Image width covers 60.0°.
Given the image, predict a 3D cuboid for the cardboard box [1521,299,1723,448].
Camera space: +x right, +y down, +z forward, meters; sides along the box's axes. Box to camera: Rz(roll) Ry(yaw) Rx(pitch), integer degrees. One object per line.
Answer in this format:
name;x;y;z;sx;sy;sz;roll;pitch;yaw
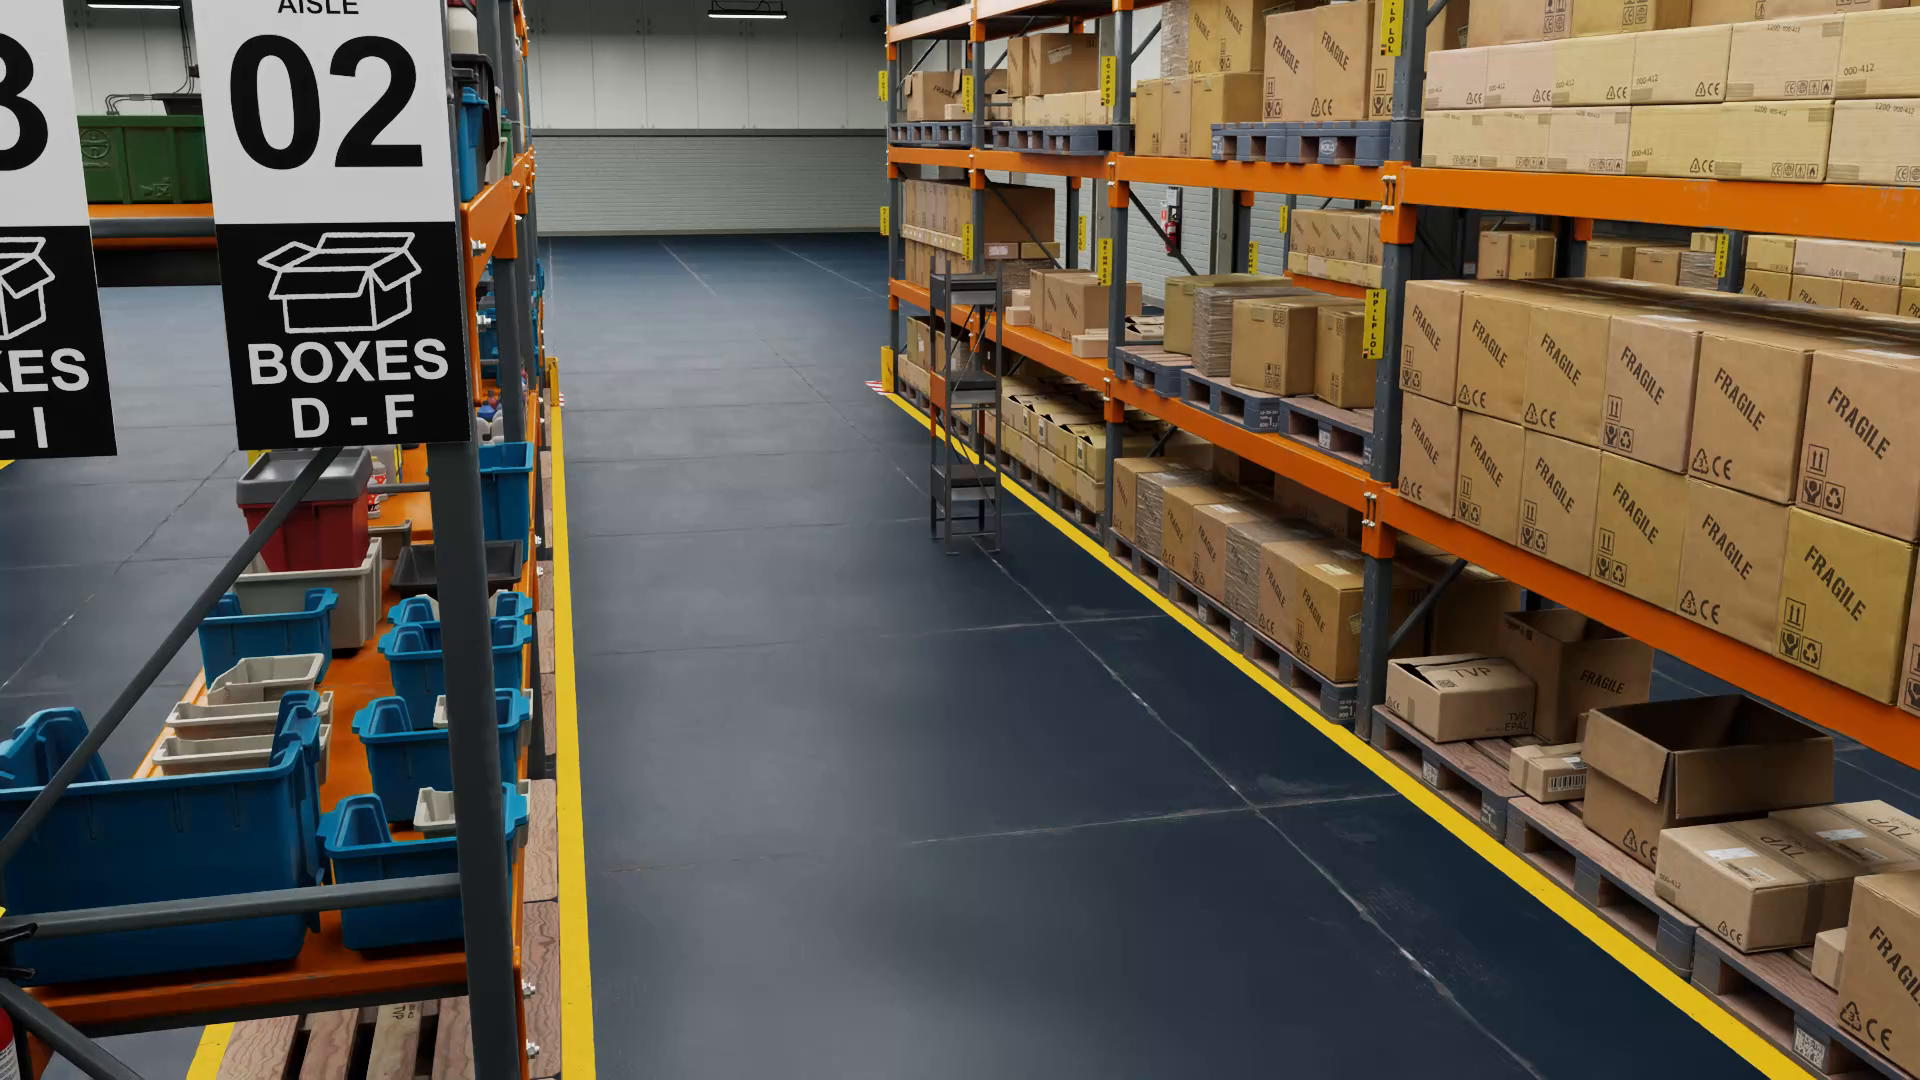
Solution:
cardboard box;2.569;-0.658;6.484;0.500;0.500;0.500;-4;14;-15

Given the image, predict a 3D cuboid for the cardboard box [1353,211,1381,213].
cardboard box;4.912;-3.619;19.614;0.500;0.500;0.500;-3;14;-12

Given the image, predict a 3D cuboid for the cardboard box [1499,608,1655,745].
cardboard box;2.900;0.630;7.868;0.500;0.500;0.500;-3;14;-13

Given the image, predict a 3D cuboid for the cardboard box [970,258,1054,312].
cardboard box;0.501;-2.482;16.056;0.700;0.500;0.500;-4;14;-15

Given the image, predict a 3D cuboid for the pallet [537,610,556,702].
pallet;-2.756;0.681;9.193;1.003;0.211;1.213;-3;14;-13

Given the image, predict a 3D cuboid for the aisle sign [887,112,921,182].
aisle sign;-0.641;-4.515;19.111;0.394;0.787;0.004;-3;14;-13

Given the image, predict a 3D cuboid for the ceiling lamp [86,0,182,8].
ceiling lamp;-19.466;-14.118;38.955;2.000;3.185;0.800;-3;14;-13

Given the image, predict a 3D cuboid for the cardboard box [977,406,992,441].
cardboard box;0.465;-1.093;15.490;0.500;0.250;0.500;-4;14;-15

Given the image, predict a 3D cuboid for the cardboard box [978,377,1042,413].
cardboard box;0.466;-1.363;15.414;0.500;0.311;0.500;-3;14;-13

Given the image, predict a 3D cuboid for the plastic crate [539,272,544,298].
plastic crate;-4.589;-2.658;17.300;0.499;0.251;0.408;-3;14;-13

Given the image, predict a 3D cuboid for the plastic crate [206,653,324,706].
plastic crate;-1.984;0.435;4.756;0.298;0.136;0.250;-3;14;-13

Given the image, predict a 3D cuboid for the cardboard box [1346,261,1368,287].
cardboard box;4.658;-2.984;18.596;0.500;0.250;0.500;-3;14;-13

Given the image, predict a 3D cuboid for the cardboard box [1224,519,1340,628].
cardboard box;1.870;0.186;9.684;0.500;0.500;0.500;-3;14;-12

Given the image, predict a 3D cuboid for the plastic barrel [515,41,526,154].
plastic barrel;-3.401;-3.152;11.783;0.600;0.830;0.708;-3;14;-13

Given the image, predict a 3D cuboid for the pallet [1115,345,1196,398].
pallet;1.778;-1.163;11.272;1.213;0.211;1.003;-3;14;-13

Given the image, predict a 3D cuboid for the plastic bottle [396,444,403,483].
plastic bottle;-2.763;-0.431;7.977;0.144;0.351;0.185;-3;14;-13

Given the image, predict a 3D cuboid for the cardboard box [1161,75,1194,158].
cardboard box;1.806;-2.698;10.620;0.910;0.500;0.500;-3;14;-13

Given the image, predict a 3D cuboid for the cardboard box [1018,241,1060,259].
cardboard box;0.736;-2.768;15.860;0.380;0.149;0.250;-3;14;-13

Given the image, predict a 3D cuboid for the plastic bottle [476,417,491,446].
plastic bottle;-2.429;-0.484;8.348;0.152;0.276;0.135;-3;14;-13

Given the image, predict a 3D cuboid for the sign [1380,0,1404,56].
sign;1.951;-2.354;7.503;0.100;0.325;0.005;-3;14;-13

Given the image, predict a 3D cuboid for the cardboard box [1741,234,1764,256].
cardboard box;6.255;-2.341;13.185;0.380;0.149;0.250;-5;15;-21

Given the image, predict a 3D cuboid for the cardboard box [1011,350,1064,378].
cardboard box;0.807;-1.689;16.348;0.500;0.500;0.500;-3;14;-13

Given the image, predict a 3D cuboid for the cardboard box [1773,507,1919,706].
cardboard box;2.934;0.180;5.158;0.500;0.500;0.500;-3;14;-13

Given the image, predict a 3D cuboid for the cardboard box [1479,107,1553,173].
cardboard box;2.477;-1.629;6.770;0.500;0.250;0.500;-3;14;-13

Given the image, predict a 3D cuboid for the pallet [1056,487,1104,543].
pallet;1.395;-0.246;12.991;1.003;0.211;1.213;-3;14;-13

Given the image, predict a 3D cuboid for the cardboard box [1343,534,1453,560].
cardboard box;2.477;0.267;9.355;0.500;0.500;0.500;-3;14;-12

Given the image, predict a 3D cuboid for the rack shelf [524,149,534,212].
rack shelf;-3.735;-2.703;12.365;1.077;0.370;4.000;-3;14;-13

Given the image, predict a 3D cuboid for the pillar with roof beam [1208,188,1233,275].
pillar with roof beam;-0.102;-7.477;24.069;9.100;9.000;0.400;-3;14;-13

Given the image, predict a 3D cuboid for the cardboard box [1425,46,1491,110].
cardboard box;2.363;-1.987;7.183;0.500;0.250;0.500;-3;14;-13

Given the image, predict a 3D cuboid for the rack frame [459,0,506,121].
rack frame;-2.326;-3.125;6.258;1.000;3.000;0.127;-3;14;-13

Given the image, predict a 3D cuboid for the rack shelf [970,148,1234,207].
rack shelf;1.081;-2.978;13.492;1.077;0.370;4.000;-3;14;-13

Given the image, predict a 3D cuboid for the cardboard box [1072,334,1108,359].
cardboard box;1.071;-1.479;12.690;0.380;0.149;0.250;-3;14;-13

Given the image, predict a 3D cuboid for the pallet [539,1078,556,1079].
pallet;-1.542;1.874;4.312;1.003;0.211;1.213;-3;14;-13

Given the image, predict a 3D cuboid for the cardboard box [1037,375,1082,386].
cardboard box;0.985;-1.395;15.544;0.500;0.311;0.500;-3;14;-13

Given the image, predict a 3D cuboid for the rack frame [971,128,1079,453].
rack frame;0.611;-2.332;15.651;1.000;3.000;0.127;-3;14;-13

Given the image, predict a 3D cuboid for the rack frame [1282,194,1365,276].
rack frame;4.486;-3.531;20.562;1.000;3.000;0.127;-3;14;-13

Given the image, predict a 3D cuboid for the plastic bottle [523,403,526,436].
plastic bottle;-2.412;-0.670;9.097;0.061;0.283;0.133;-3;14;-13

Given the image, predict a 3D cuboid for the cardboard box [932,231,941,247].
cardboard box;-0.085;-3.161;17.468;0.380;0.149;0.250;-3;14;-13

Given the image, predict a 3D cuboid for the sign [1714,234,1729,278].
sign;5.840;-2.177;12.747;0.100;0.325;0.005;-3;14;-13

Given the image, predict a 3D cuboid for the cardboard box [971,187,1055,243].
cardboard box;0.501;-3.113;15.903;0.700;0.500;0.500;-3;14;-13

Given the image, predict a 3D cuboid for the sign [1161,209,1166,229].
sign;3.509;-5.525;28.647;0.001;0.329;0.234;-3;14;-13

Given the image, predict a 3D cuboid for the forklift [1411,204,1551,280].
forklift;4.328;-1.844;13.798;3.031;2.935;1.130;1;14;3

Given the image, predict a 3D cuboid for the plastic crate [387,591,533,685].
plastic crate;-1.504;0.316;5.041;0.416;0.233;0.300;-3;14;-13

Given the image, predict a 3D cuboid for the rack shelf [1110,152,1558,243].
rack shelf;2.020;-2.055;9.715;1.077;0.370;4.000;-3;14;-13

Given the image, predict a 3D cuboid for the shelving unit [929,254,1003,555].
shelving unit;0.039;-0.982;12.022;0.431;2.100;0.503;-3;14;-13

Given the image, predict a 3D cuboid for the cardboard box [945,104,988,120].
cardboard box;0.062;-4.202;16.335;0.380;0.149;0.250;-3;14;-13

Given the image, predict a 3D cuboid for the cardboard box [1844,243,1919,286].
cardboard box;6.469;-1.895;11.403;0.500;0.250;0.500;-3;14;-13

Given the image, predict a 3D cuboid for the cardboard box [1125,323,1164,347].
cardboard box;1.508;-1.452;12.238;0.500;0.311;0.500;-2;14;-10

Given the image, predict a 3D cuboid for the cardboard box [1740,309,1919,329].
cardboard box;3.219;-0.568;6.113;0.500;0.500;0.500;-3;14;-14

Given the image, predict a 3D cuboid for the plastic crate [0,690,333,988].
plastic crate;-1.646;0.599;3.455;0.616;0.435;0.499;-3;14;-13

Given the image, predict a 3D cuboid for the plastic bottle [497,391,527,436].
plastic bottle;-2.490;-0.738;9.229;0.144;0.351;0.185;-3;14;-13

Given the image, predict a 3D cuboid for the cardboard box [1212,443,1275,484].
cardboard box;2.016;-0.557;11.147;0.500;0.250;0.500;-3;14;-11

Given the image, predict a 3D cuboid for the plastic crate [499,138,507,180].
plastic crate;-1.657;-1.268;5.531;0.293;0.136;0.466;-3;14;-13

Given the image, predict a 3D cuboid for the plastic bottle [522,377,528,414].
plastic bottle;-2.646;-0.876;9.963;0.097;0.271;0.097;0;14;0

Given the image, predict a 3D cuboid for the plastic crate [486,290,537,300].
plastic crate;-3.643;-1.812;13.555;0.392;0.384;0.575;-3;14;-13

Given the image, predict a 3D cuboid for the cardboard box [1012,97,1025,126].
cardboard box;0.747;-3.777;14.679;0.500;0.250;0.500;-2;14;-7

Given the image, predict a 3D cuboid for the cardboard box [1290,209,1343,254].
cardboard box;4.306;-3.706;19.969;0.500;0.500;0.500;-3;14;-13

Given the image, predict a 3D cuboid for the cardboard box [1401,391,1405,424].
cardboard box;2.596;-0.860;8.533;0.700;0.500;0.500;-9;16;-32

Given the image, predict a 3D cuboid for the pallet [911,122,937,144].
pallet;0.103;-4.222;17.255;1.003;0.211;1.213;-3;14;-13
